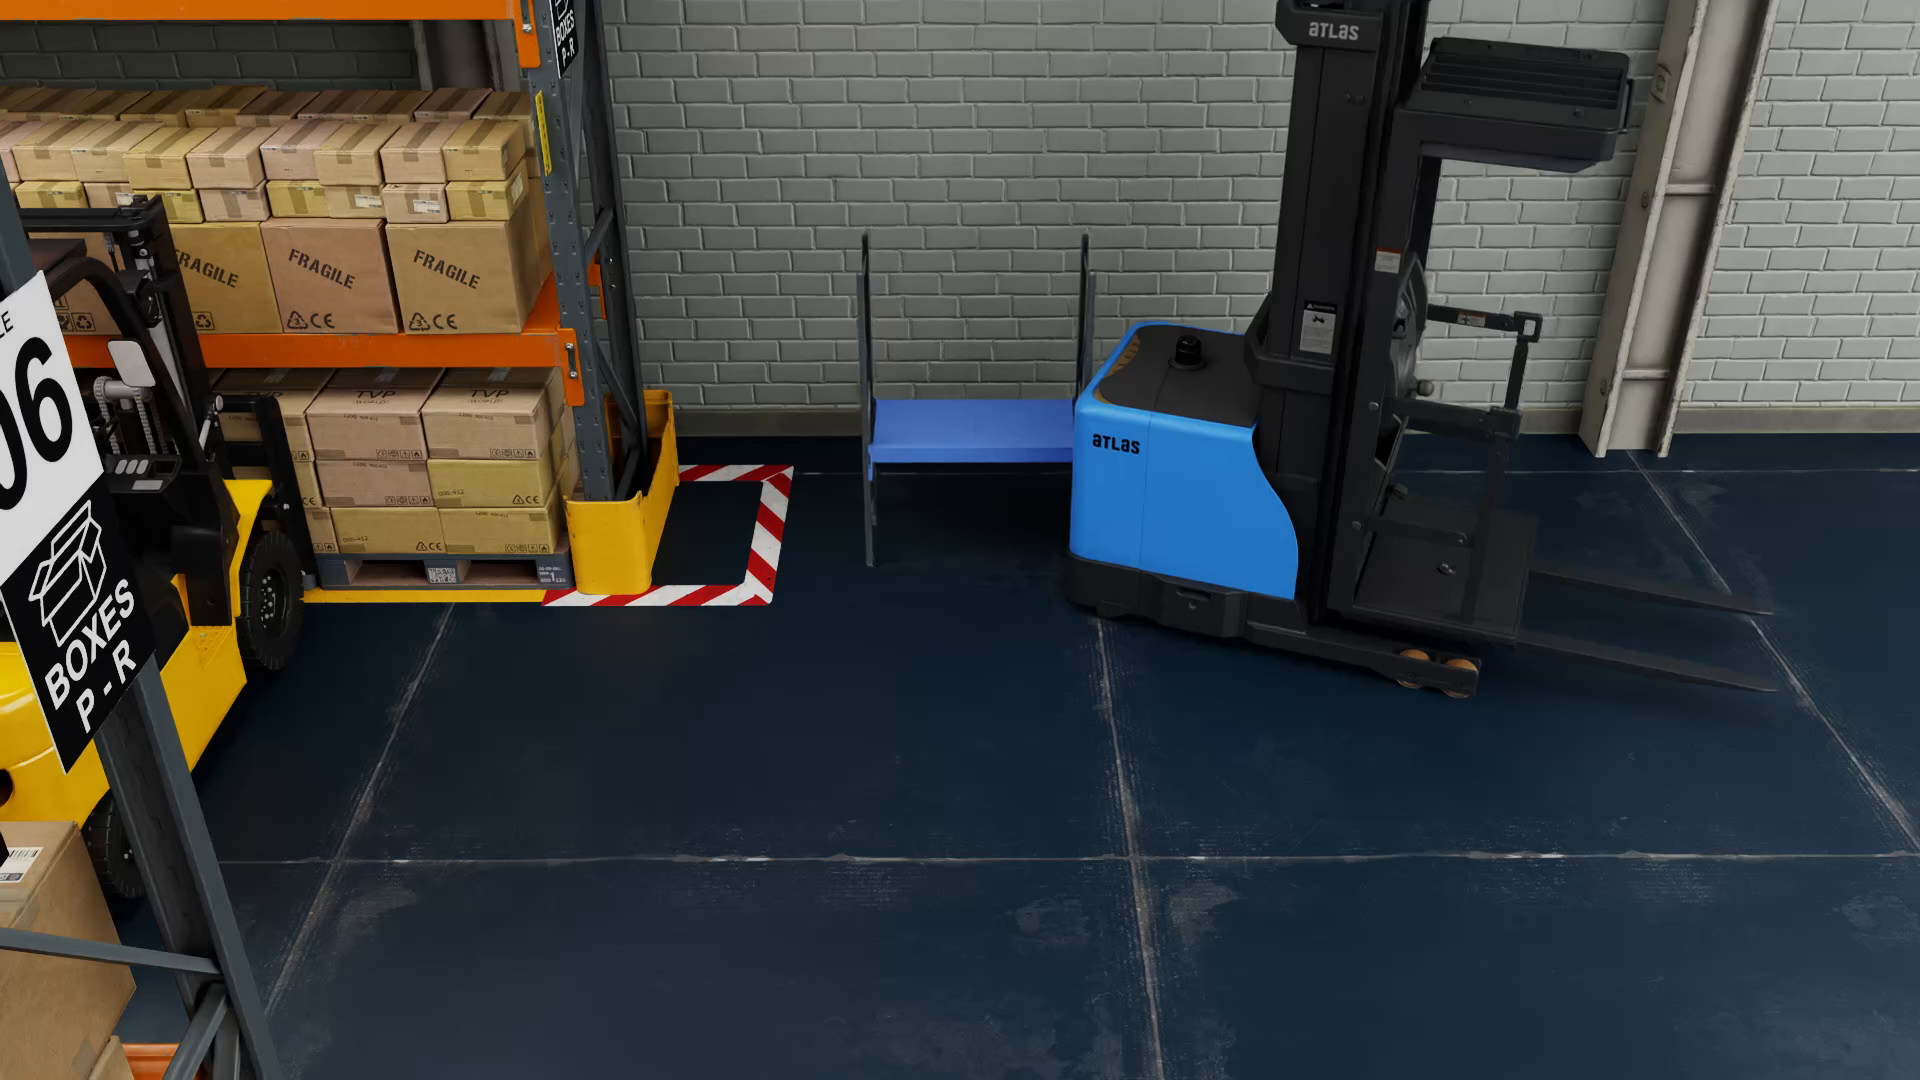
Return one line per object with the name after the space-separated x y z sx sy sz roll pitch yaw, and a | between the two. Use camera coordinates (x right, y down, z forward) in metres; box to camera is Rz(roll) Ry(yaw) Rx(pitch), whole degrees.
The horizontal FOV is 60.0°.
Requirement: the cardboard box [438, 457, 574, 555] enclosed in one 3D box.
-2.139 -0.166 7.877 0.500 0.250 0.500 0 31 0 | cardboard box

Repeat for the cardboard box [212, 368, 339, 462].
-3.145 -0.584 7.602 0.500 0.250 0.500 0 31 0 | cardboard box

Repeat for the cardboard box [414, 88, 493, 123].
-2.274 -1.916 7.507 0.250 0.149 0.380 1 31 1 | cardboard box

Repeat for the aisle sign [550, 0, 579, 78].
-1.603 -2.286 6.620 0.004 0.787 0.394 0 31 0 | aisle sign

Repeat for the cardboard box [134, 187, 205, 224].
-3.298 -1.484 7.082 0.250 0.149 0.380 0 31 0 | cardboard box

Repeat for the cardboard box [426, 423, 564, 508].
-2.156 -0.381 7.750 0.500 0.250 0.500 -1 31 -1 | cardboard box

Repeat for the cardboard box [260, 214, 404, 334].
-2.680 -1.235 7.298 0.500 0.500 0.500 1 31 1 | cardboard box

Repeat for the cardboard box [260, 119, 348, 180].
-2.785 -1.670 7.102 0.250 0.149 0.380 0 31 0 | cardboard box

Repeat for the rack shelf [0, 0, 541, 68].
-3.671 -2.295 6.943 4.000 0.370 1.077 0 31 0 | rack shelf

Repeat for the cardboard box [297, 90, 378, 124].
-2.781 -1.899 7.480 0.250 0.149 0.380 0 31 0 | cardboard box

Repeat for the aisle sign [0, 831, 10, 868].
-1.573 0.287 2.380 0.004 0.787 0.394 0 31 0 | aisle sign

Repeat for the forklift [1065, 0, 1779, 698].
2.056 -0.888 6.888 3.031 2.935 1.130 11 33 18 | forklift

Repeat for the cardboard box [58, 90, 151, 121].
-3.819 -1.891 7.467 0.250 0.149 0.380 1 31 1 | cardboard box

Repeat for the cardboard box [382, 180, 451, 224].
-2.271 -1.484 7.083 0.250 0.149 0.380 0 31 0 | cardboard box

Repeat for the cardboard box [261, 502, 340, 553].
-3.136 -0.172 7.888 0.500 0.250 0.500 0 31 0 | cardboard box

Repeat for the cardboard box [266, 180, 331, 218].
-2.779 -1.520 7.142 0.250 0.149 0.380 0 31 -1 | cardboard box

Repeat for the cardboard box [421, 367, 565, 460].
-2.129 -0.595 7.621 0.500 0.250 0.500 1 31 1 | cardboard box

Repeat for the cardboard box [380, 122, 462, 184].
-2.274 -1.647 7.064 0.250 0.149 0.380 0 31 0 | cardboard box

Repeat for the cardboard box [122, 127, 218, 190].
-3.303 -1.608 7.000 0.250 0.149 0.380 0 31 1 | cardboard box

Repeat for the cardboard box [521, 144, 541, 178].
-2.012 -1.780 7.571 0.250 0.149 0.380 -1 31 -2 | cardboard box

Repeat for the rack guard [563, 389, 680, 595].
-1.647 -0.258 8.194 0.348 0.500 1.175 0 31 0 | rack guard

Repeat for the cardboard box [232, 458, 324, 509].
-3.173 -0.372 7.736 0.500 0.250 0.500 -1 31 -1 | cardboard box

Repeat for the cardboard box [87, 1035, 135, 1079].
-1.978 1.249 3.542 0.250 0.149 0.380 0 31 0 | cardboard box

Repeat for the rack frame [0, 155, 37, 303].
-1.637 -1.317 1.745 0.127 3.000 1.000 0 31 0 | rack frame

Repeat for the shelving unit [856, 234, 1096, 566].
0.070 -0.645 7.867 1.048 1.500 0.538 0 31 0 | shelving unit

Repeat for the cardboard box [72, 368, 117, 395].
-4.176 -0.588 7.610 0.500 0.250 0.500 1 31 1 | cardboard box

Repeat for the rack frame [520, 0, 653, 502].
-1.671 -1.327 7.545 0.127 3.000 1.000 0 31 0 | rack frame

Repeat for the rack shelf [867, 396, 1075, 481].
0.070 -0.491 7.960 1.000 0.185 0.538 0 31 0 | rack shelf

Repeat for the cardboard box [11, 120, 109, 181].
-3.813 -1.664 7.092 0.250 0.149 0.380 0 31 0 | cardboard box

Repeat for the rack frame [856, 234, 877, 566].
-0.438 -0.644 7.865 0.032 1.500 0.500 0 31 0 | rack frame

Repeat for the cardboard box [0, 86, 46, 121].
-4.328 -1.930 7.531 0.250 0.149 0.380 -1 31 -1 | cardboard box

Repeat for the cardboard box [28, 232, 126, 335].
-3.695 -1.226 7.283 0.500 0.500 0.500 0 31 0 | cardboard box

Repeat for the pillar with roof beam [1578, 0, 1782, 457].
3.653 -2.143 3.106 0.400 9.000 9.100 0 31 0 | pillar with roof beam

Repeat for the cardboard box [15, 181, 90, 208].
-3.804 -1.493 7.098 0.250 0.149 0.380 -1 31 -1 | cardboard box

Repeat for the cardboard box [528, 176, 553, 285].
-2.168 -1.512 7.754 0.500 0.500 0.500 1 31 1 | cardboard box

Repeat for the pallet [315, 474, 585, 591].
-2.435 -0.111 8.229 1.213 0.211 1.003 0 31 0 | pallet

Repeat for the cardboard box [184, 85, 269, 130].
-3.308 -1.936 7.540 0.250 0.149 0.380 -1 31 -1 | cardboard box
